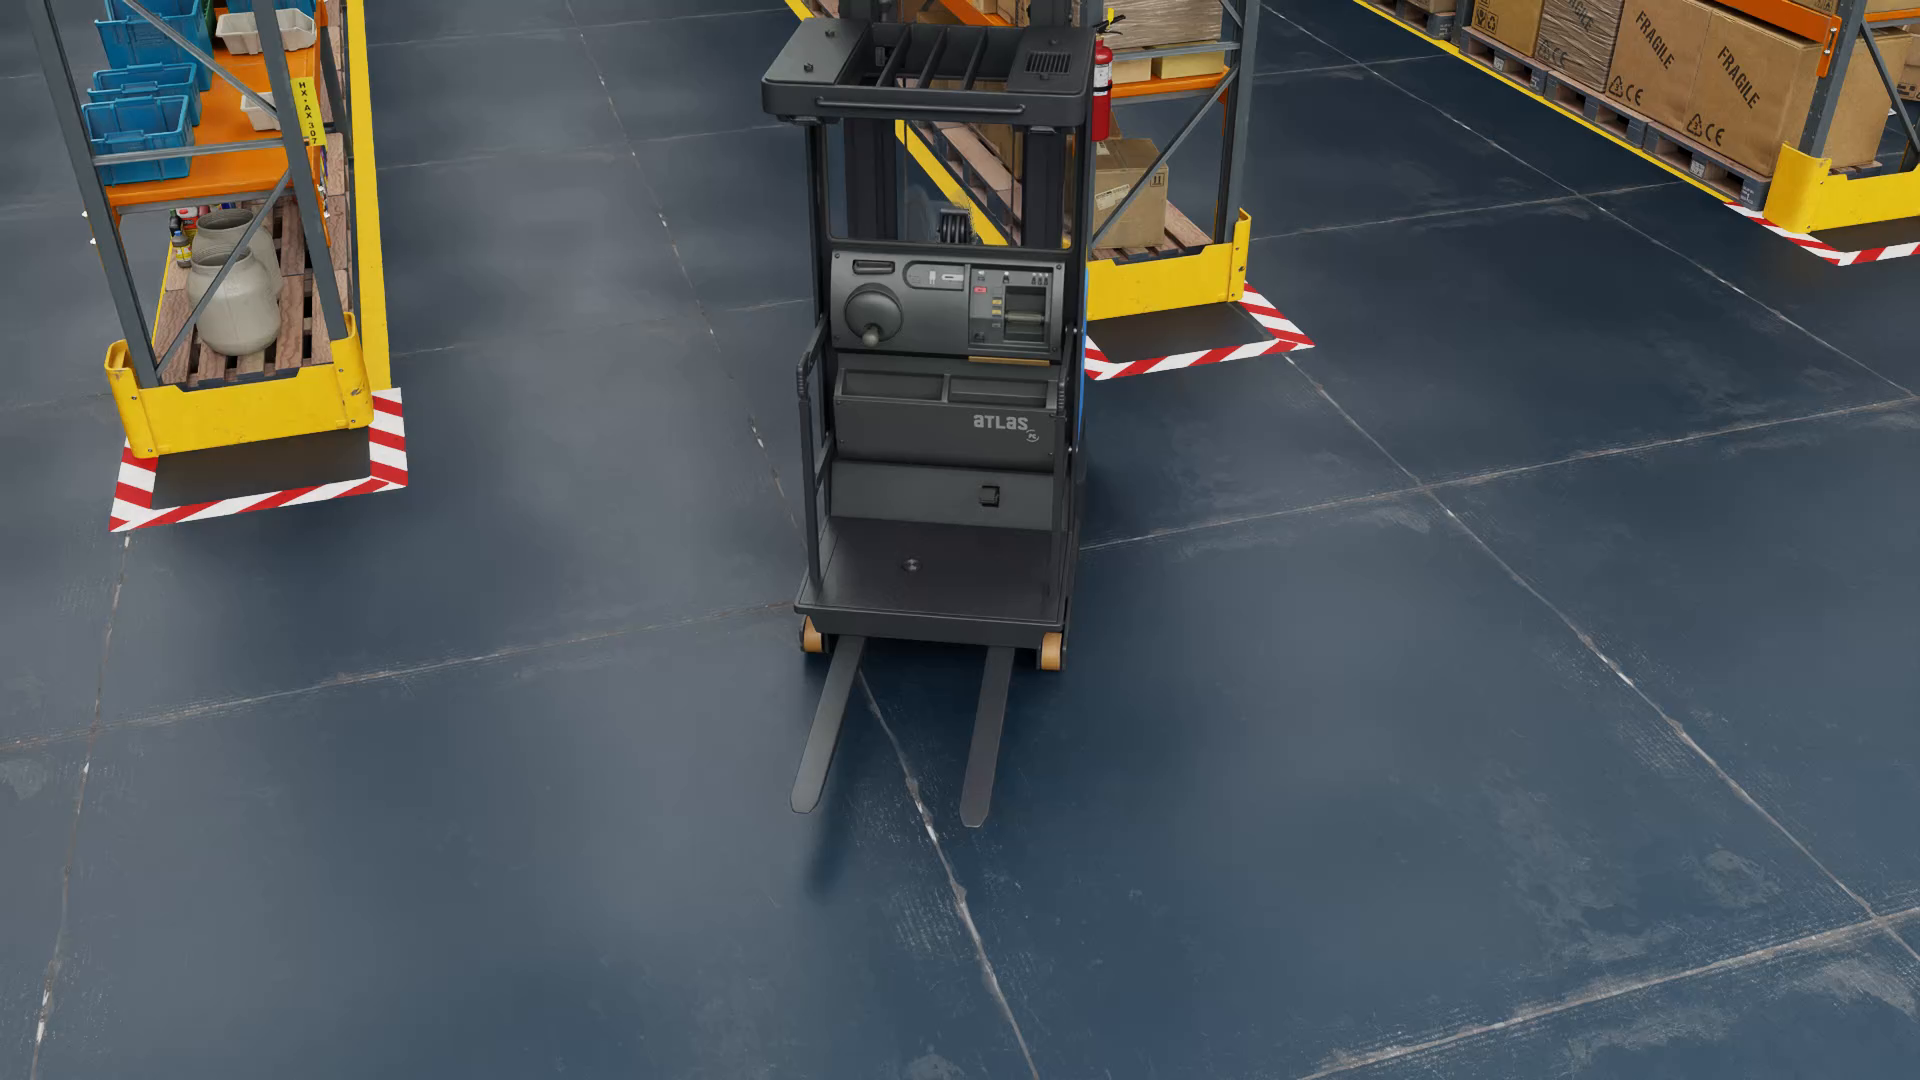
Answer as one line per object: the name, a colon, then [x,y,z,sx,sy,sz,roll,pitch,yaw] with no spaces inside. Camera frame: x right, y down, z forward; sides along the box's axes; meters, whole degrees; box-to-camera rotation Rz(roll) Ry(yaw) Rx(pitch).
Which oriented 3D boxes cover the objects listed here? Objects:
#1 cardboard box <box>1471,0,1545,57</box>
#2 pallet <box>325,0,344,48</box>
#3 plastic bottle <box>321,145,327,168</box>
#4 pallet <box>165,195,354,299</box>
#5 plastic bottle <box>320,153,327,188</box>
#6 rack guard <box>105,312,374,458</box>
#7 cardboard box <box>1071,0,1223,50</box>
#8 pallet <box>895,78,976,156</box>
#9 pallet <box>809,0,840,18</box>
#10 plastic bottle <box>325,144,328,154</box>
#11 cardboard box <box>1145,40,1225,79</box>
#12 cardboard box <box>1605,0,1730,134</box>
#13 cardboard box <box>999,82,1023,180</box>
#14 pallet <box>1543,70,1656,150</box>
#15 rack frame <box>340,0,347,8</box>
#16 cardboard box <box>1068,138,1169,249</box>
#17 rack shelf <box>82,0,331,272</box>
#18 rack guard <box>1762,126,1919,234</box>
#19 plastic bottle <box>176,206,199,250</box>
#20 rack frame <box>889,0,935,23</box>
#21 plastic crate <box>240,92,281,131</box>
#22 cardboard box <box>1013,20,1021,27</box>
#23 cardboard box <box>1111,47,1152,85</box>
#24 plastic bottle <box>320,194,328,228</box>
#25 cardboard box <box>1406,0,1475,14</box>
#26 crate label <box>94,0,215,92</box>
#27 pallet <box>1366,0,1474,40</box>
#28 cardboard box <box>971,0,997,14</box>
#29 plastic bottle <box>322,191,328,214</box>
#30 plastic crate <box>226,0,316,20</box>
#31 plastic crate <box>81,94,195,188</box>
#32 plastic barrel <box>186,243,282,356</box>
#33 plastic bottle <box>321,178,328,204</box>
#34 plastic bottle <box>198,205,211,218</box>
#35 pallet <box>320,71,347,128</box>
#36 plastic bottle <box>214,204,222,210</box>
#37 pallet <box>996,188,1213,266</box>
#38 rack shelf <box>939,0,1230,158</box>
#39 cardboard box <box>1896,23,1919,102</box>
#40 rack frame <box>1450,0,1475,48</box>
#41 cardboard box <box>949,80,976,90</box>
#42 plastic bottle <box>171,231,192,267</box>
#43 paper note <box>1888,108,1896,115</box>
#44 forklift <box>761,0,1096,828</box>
cardboard box: [4.786,-4.470,13.340,0.875,0.875,0.875,-9,35,-14]
pallet: [-5.832,-4.432,14.266,1.003,0.211,1.213,-10,35,-15]
plastic bottle: [-4.281,-2.597,10.963,0.144,0.351,0.185,-12,35,-17]
pallet: [-4.270,-1.744,10.198,1.003,0.211,1.213,-10,35,-15]
plastic bottle: [-4.183,-2.427,10.706,0.144,0.351,0.185,-10,35,-15]
rack guard: [-3.659,-0.798,8.504,1.175,0.500,0.348,-10,35,-15]
cardboard box: [0.985,-3.101,9.361,0.875,0.500,0.500,-10,35,-15]
pallet: [0.145,-3.232,12.449,1.003,0.211,1.213,-10,35,-15]
pallet: [-0.709,-4.629,14.563,1.003,0.211,1.213,-10,35,-15]
plastic bottle: [-4.350,-2.762,11.274,0.061,0.283,0.133,-8,34,-12]
cardboard box: [1.266,-2.727,9.383,0.380,0.149,0.250,-10,35,-15]
cardboard box: [5.341,-3.518,11.899,0.875,0.875,0.875,-11,35,-15]
cardboard box: [0.564,-2.745,11.069,0.500,0.500,0.500,-7,34,-10]
pallet: [5.194,-3.305,12.561,1.003,0.211,1.213,-10,35,-15]
rack frame: [-6.031,-6.009,14.123,1.000,3.000,0.127,-10,35,-15]
cardboard box: [0.952,-2.105,10.101,0.500,0.500,0.500,-4,34,-6]
rack shelf: [-4.201,-2.559,9.554,1.077,0.370,4.000,-10,35,-15]
rack guard: [5.888,-2.367,10.879,1.175,0.500,0.348,-10,35,-15]
plastic bottle: [-4.619,-1.883,9.951,0.152,0.276,0.135,-10,35,-14]
rack frame: [-0.094,-4.742,12.205,1.000,3.000,0.127,-10,35,-15]
plastic crate: [-3.557,-2.223,8.632,0.298,0.136,0.250,-10,35,-15]
cardboard box: [0.543,-3.178,10.066,0.380,0.149,0.250,-10,35,-15]
cardboard box: [0.843,-2.652,9.270,0.380,0.149,0.250,-10,35,-15]
plastic bottle: [-3.951,-2.038,10.190,0.097,0.271,0.097,0,33,0]
cardboard box: [4.386,-5.070,14.362,1.050,0.750,0.750,-10,35,-15]
crate label: [-4.410,-2.744,9.150,0.502,0.435,0.616,-10,35,-15]
pallet: [4.353,-4.752,14.750,1.003,0.211,1.213,-10,35,-15]
cardboard box: [0.285,-3.422,10.435,0.380,0.149,0.250,-10,35,-15]
plastic bottle: [-4.012,-2.114,10.367,0.097,0.201,0.097,0,33,0]
plastic crate: [-4.215,-3.311,10.175,0.499,0.251,0.616,-10,35,-15]
plastic crate: [-4.028,-1.959,8.129,0.499,0.251,0.616,-10,35,-15]
plastic barrel: [-3.864,-1.279,8.840,0.421,0.512,0.421,0,33,0]
plastic bottle: [-4.075,-2.222,10.530,0.097,0.201,0.097,0,33,0]
plastic bottle: [-4.518,-1.905,9.976,0.061,0.283,0.133,-10,35,-15]
pallet: [-5.087,-3.151,12.327,1.003,0.211,1.213,-10,35,-15]
plastic bottle: [-4.614,-2.055,10.278,0.097,0.201,0.097,0,33,0]
pallet: [0.889,-1.951,10.511,1.003,0.211,1.213,-10,35,-15]
rack shelf: [0.516,-3.392,10.814,1.077,0.370,4.000,-10,35,-15]
cardboard box: [7.617,-3.763,12.988,0.637,0.503,0.797,19,38,26]
rack frame: [4.661,-5.523,13.387,1.000,3.000,0.127,-10,35,-15]
cardboard box: [0.172,-3.358,11.997,0.500,0.500,0.500,0,33,1]
plastic bottle: [-4.568,-1.715,9.764,0.097,0.201,0.097,0,33,0]
paper note: [7.032,-3.270,12.673,0.144,0.017,0.142,1,33,2]
forklift: [-0.077,-0.881,6.425,1.130,2.935,3.031,4,34,6]
